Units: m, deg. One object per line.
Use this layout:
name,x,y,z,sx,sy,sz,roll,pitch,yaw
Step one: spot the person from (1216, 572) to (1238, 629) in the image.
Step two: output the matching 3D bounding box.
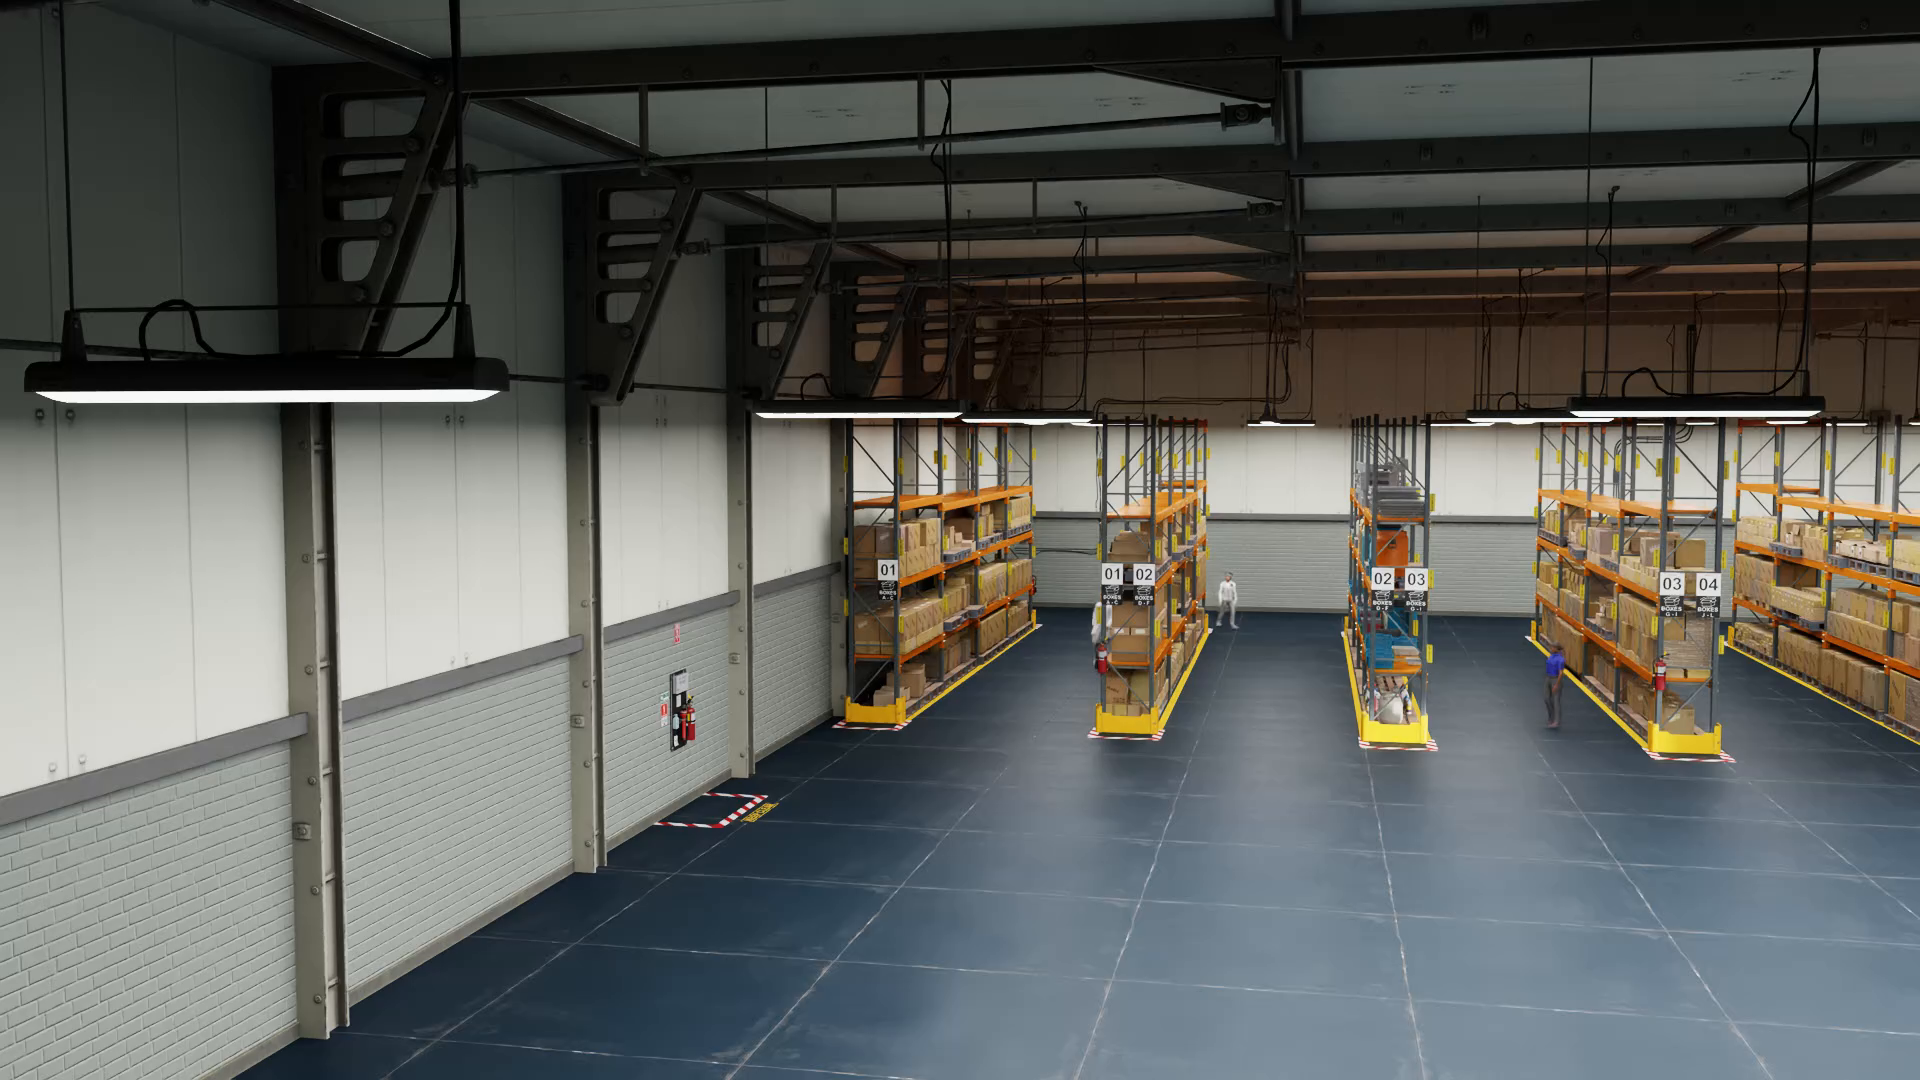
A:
person,7.674,1.724,47.750,0.573,1.645,0.977,-1,4,-18

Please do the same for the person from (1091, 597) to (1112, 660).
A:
person,3.457,2.155,40.334,0.595,1.754,0.667,1,4,15

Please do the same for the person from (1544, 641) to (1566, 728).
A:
person,11.432,2.856,32.028,0.369,1.600,0.532,-1,4,-16
